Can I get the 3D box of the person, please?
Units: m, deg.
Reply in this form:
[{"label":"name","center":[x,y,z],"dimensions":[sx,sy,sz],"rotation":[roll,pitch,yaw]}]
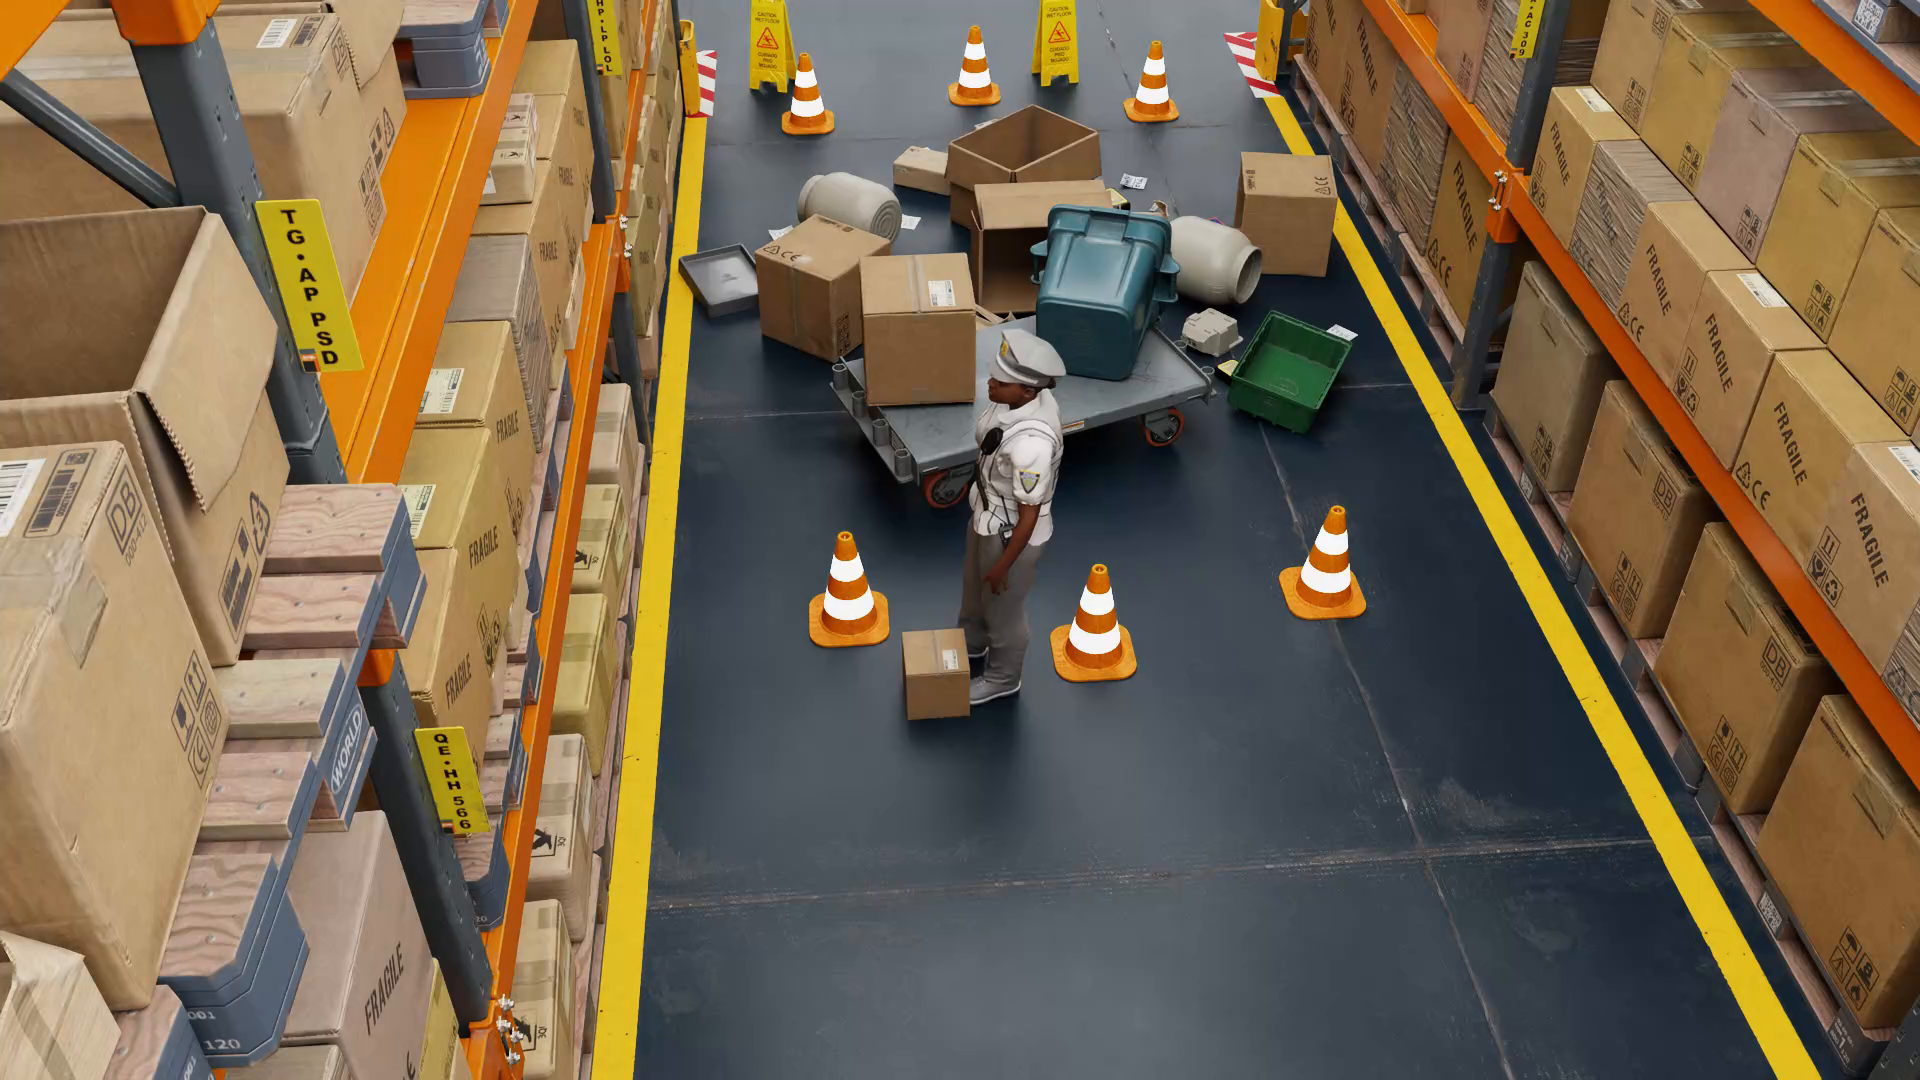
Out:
[{"label":"person","center":[0.103,-0.066,6.194],"dimensions":[0.528,1.695,0.569],"rotation":[-3,39,-4]}]
